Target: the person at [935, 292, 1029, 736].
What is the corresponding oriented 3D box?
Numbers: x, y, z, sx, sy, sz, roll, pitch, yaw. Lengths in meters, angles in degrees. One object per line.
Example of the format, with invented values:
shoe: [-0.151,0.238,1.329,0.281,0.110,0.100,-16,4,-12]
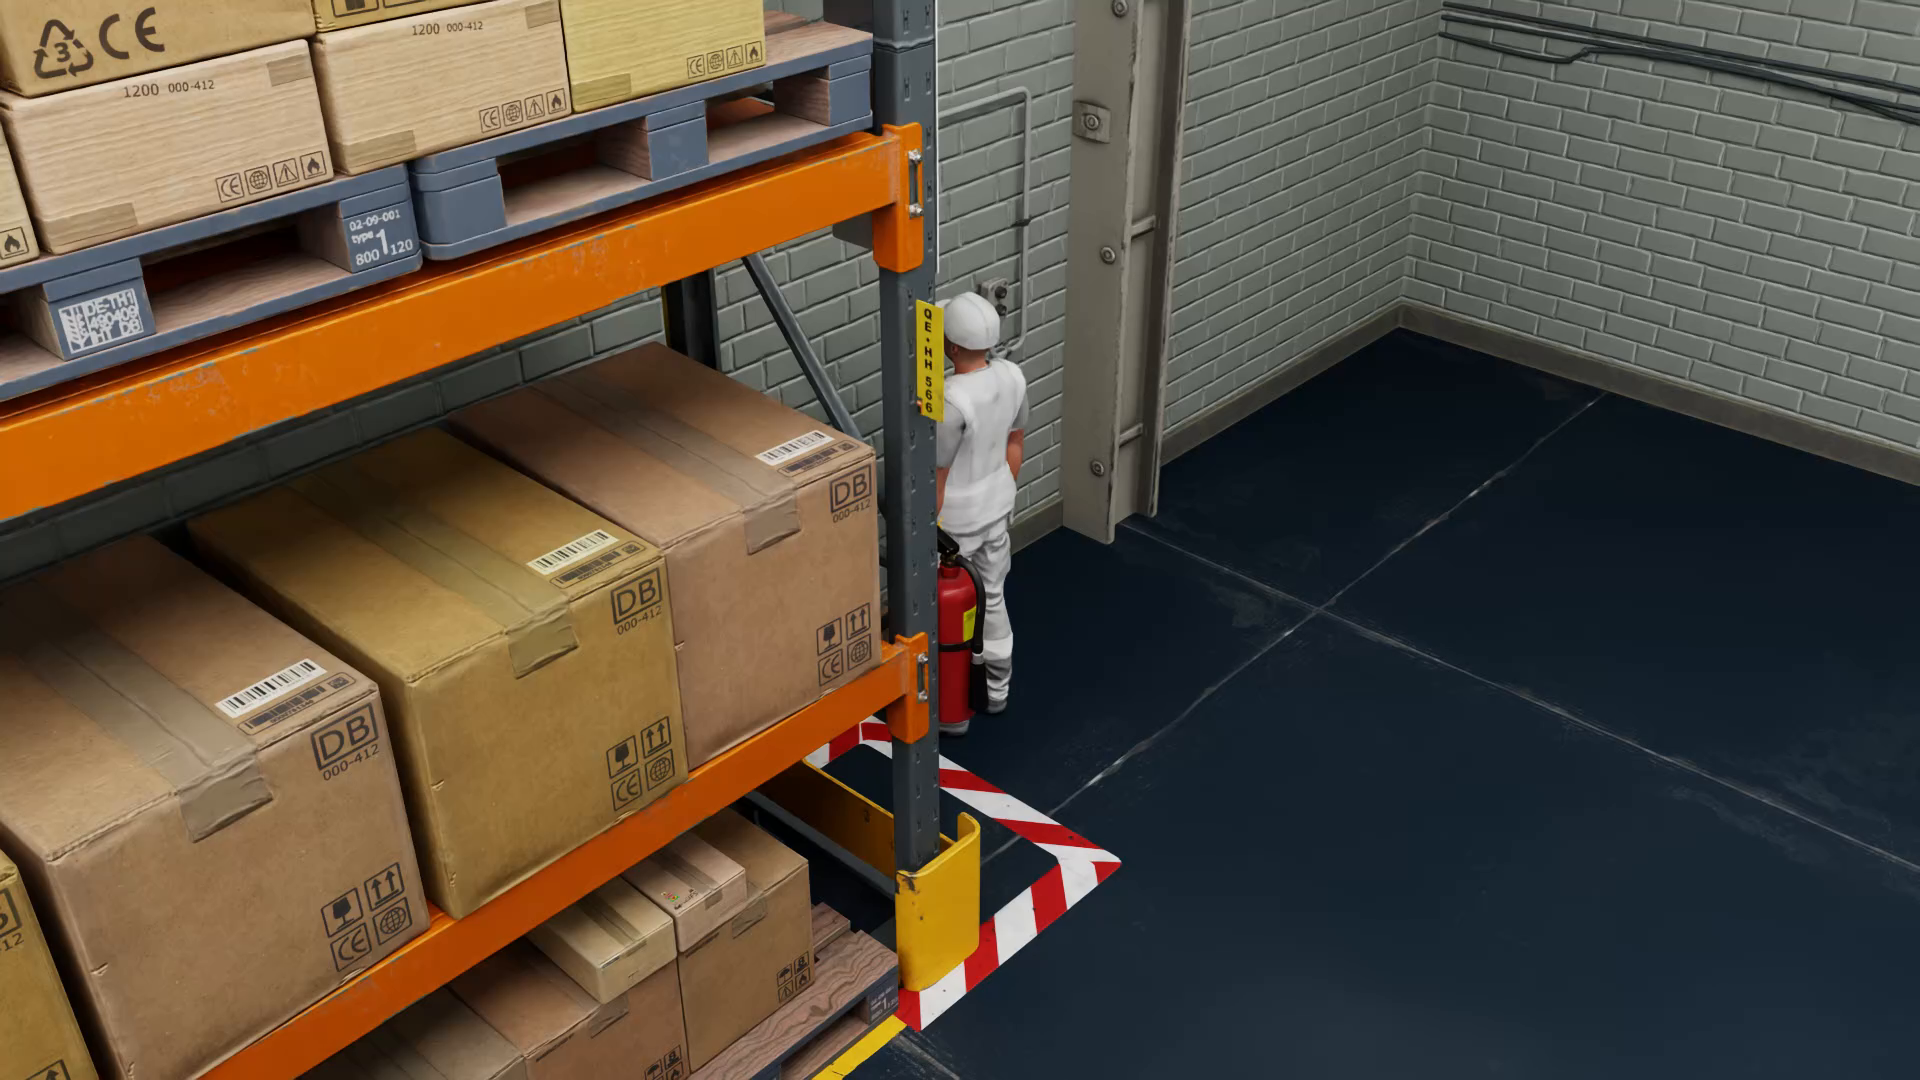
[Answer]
person: [0.016,-0.090,6.231,0.325,1.800,0.554,24,39,34]
